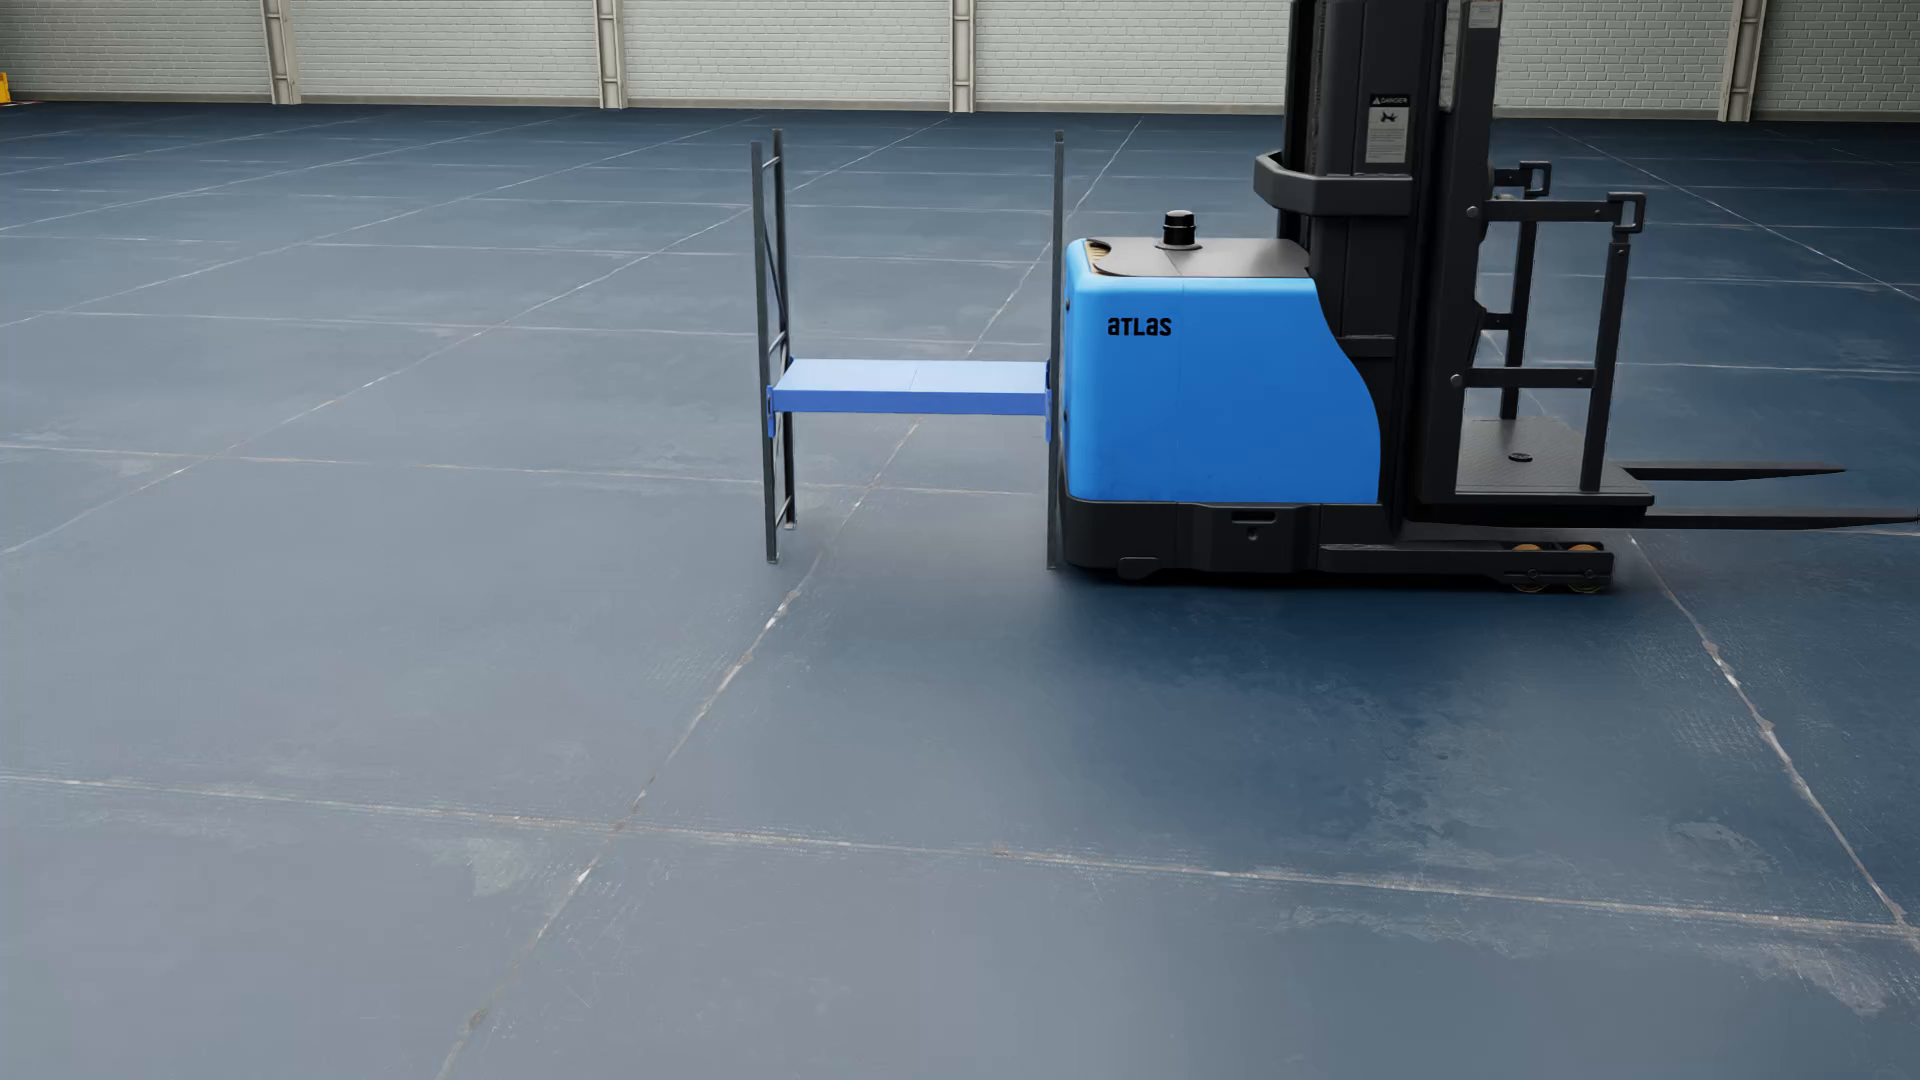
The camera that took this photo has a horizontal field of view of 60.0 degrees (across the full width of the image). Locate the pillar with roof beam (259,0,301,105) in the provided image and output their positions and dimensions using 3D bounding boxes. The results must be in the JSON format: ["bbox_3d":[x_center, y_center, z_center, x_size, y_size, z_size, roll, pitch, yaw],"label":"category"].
[{"bbox_3d":[-12.487,-10.576,23.729,0.400,9.000,9.100,3,19,9],"label":"pillar with roof beam"}]

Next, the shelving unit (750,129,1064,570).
[{"bbox_3d":[-0.165,-0.693,6.011,1.048,1.500,0.538,1,19,3],"label":"shelving unit"}]

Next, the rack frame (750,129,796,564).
[{"bbox_3d":[-0.673,-0.702,6.038,0.032,1.500,0.500,1,19,3],"label":"rack frame"}]

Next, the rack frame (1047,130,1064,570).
[{"bbox_3d":[0.342,-0.684,5.984,0.032,1.500,0.500,1,19,3],"label":"rack frame"}]

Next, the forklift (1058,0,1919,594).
[{"bbox_3d":[1.897,-1.377,5.798,3.031,2.935,1.130,1,19,2],"label":"forklift"}]

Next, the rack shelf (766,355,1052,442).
[{"bbox_3d":[-0.165,-0.523,6.068,1.000,0.185,0.538,1,19,3],"label":"rack shelf"}]

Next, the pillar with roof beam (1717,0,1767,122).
[{"bbox_3d":[11.209,-9.368,20.119,0.400,9.000,9.100,3,19,9],"label":"pillar with roof beam"}]

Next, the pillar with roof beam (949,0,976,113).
[{"bbox_3d":[-0.639,-9.972,21.924,0.400,9.000,9.100,3,19,9],"label":"pillar with roof beam"}]

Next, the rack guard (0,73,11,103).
[{"bbox_3d":[-17.160,-7.877,29.058,0.348,0.500,1.175,3,19,9],"label":"rack guard"}]

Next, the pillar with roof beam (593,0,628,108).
[{"bbox_3d":[-6.563,-10.274,22.826,0.400,9.000,9.100,3,19,9],"label":"pillar with roof beam"}]
